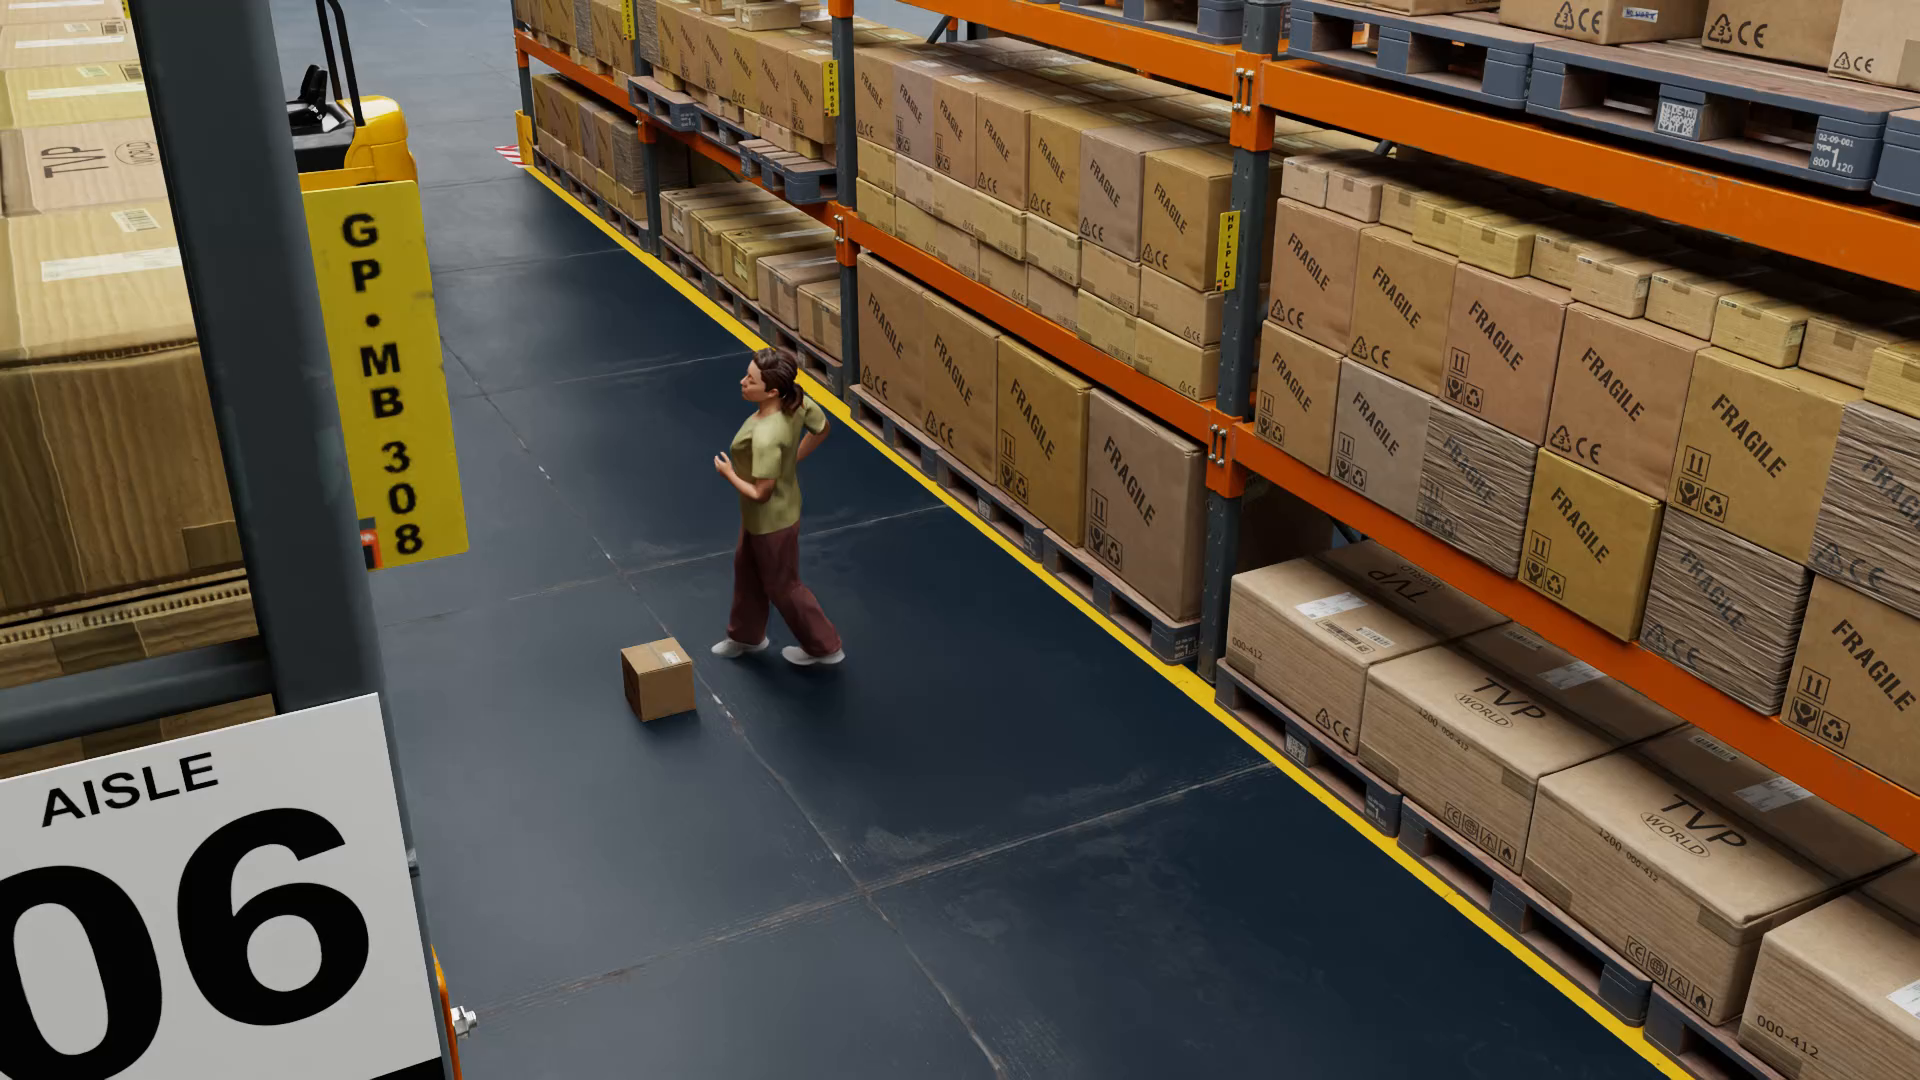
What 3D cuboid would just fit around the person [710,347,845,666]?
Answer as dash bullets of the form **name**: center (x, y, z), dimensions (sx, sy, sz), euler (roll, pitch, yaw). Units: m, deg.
- **person**: center (-0.872, -0.078, 7.303), dimensions (0.665, 1.687, 0.653), euler (1, 26, 3)
